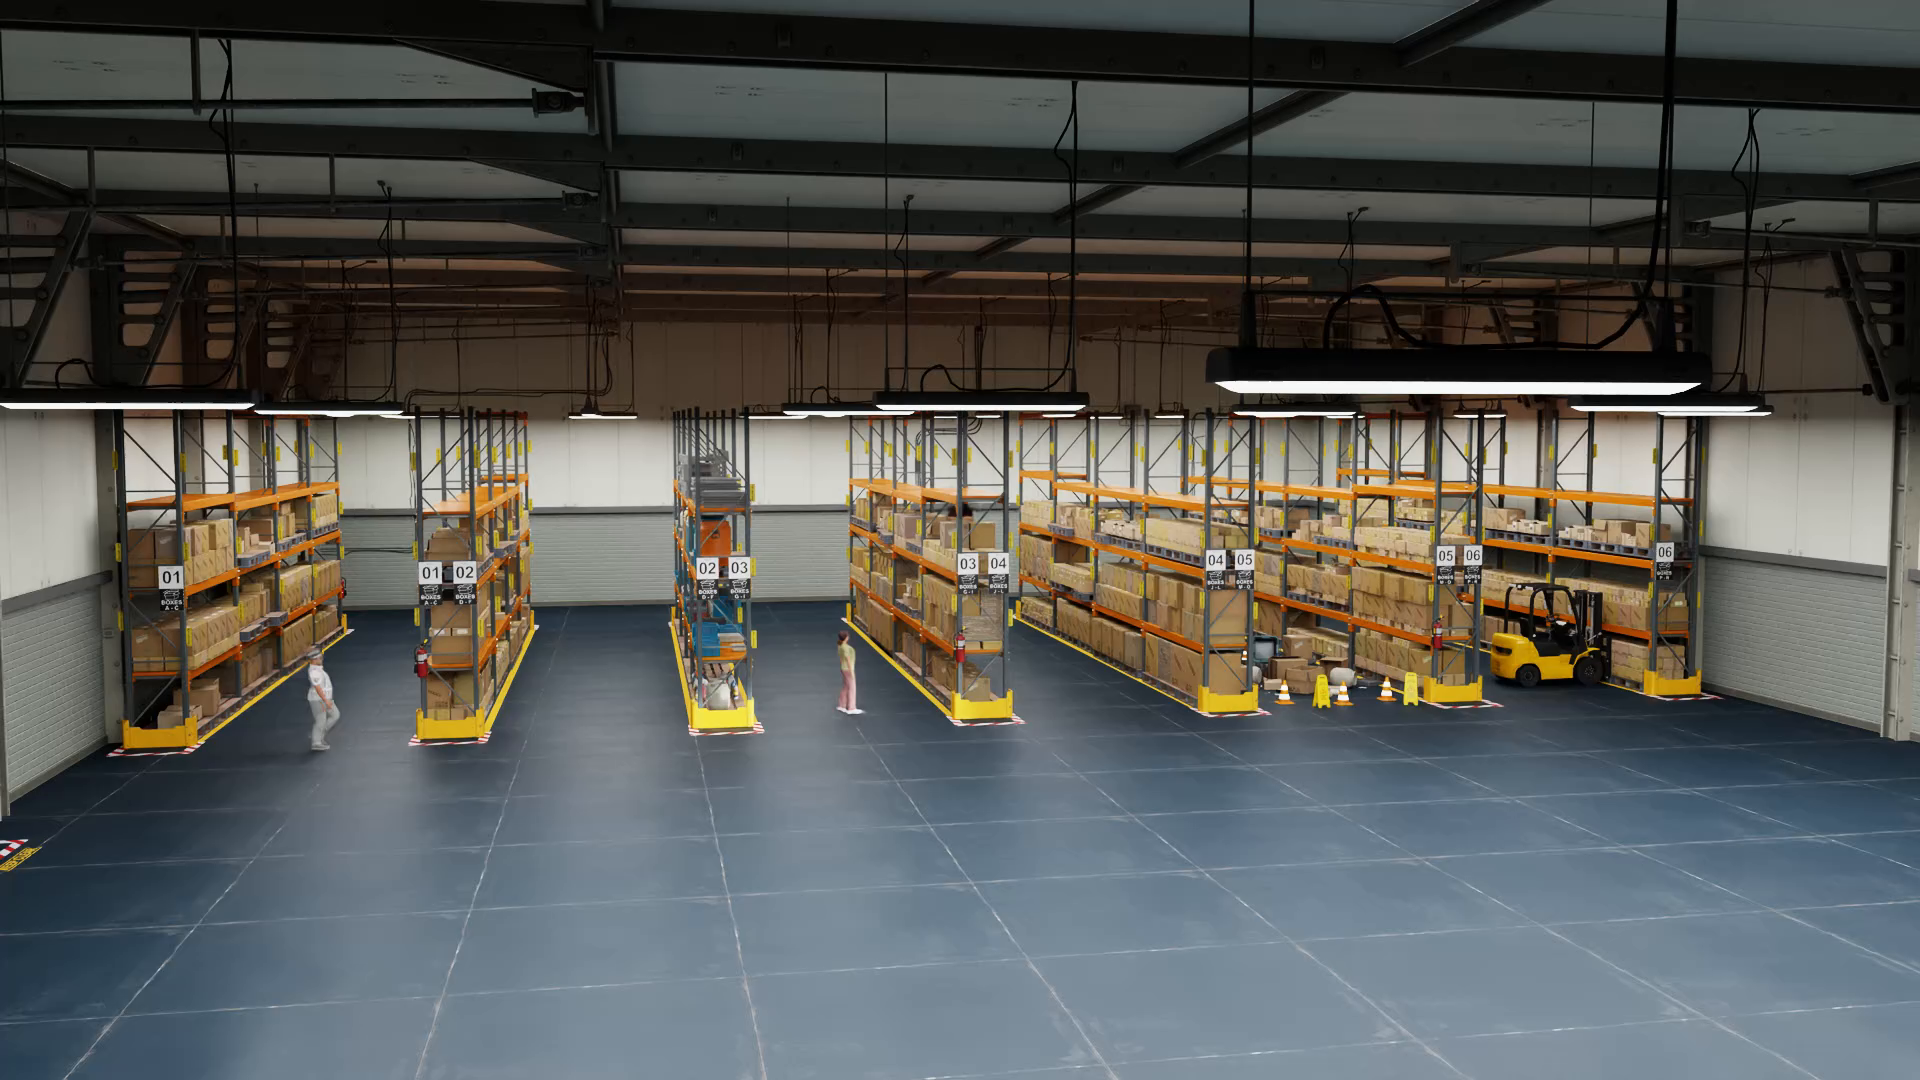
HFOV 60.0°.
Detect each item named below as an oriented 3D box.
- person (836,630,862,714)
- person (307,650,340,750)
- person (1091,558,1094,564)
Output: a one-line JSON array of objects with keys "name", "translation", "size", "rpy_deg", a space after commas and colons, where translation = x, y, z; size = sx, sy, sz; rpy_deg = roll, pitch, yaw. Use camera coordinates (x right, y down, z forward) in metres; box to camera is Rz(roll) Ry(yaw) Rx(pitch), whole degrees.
[{"name": "person", "translation": [-2.188, 2.601, 32.705], "size": [0.487, 1.703, 0.522], "rpy_deg": [-1, 4, -11]}, {"name": "person", "translation": [-11.089, 2.780, 28.866], "size": [0.488, 1.775, 0.556], "rpy_deg": [0, 4, 0]}, {"name": "person", "translation": [3.890, 1.404, 48.255], "size": [0.400, 1.787, 0.574], "rpy_deg": [0, 4, 7]}]
